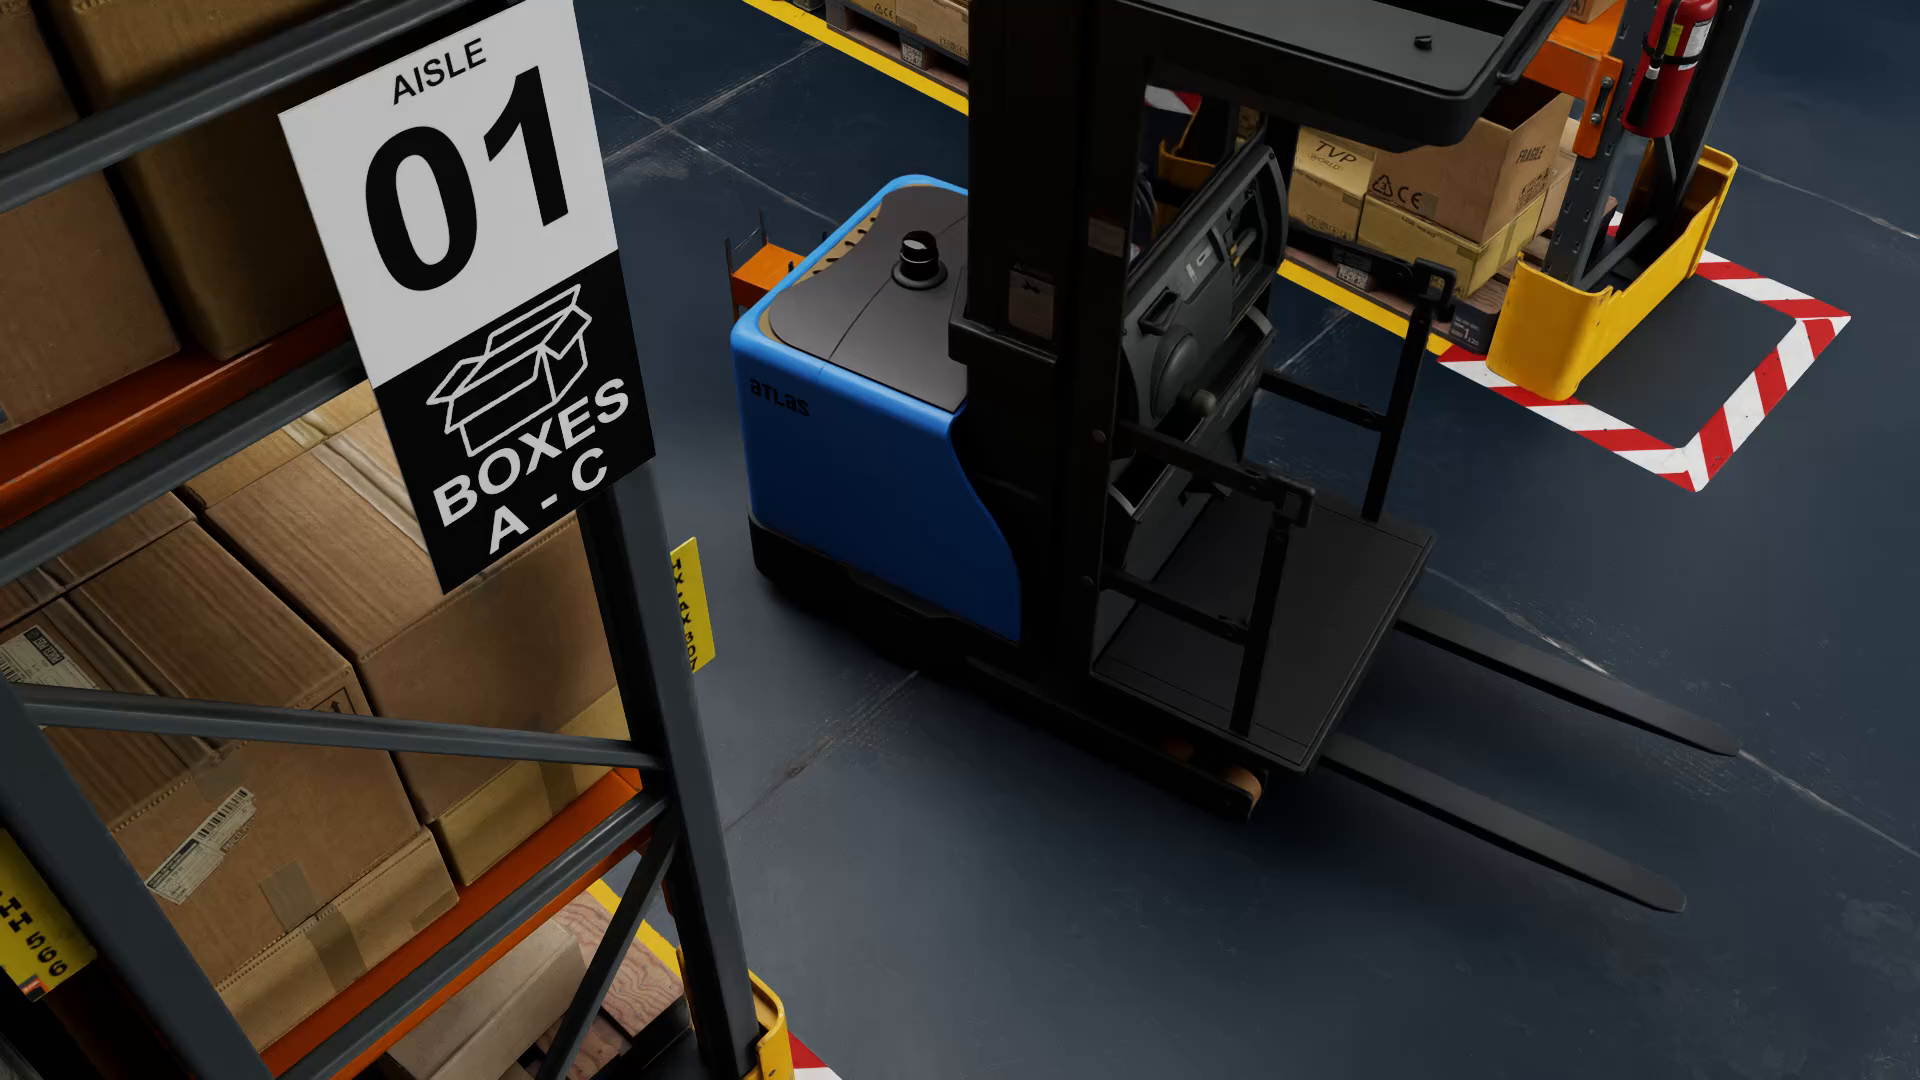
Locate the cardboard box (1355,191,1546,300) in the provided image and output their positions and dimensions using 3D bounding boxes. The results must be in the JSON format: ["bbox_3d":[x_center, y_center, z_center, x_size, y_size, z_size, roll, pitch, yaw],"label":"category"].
[{"bbox_3d":[1.901,-1.246,6.460,0.500,0.250,0.500,34,55,28],"label":"cardboard box"}]

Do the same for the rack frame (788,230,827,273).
[{"bbox_3d":[-0.473,-0.551,5.547,0.008,1.050,0.200,24,51,21],"label":"rack frame"}]

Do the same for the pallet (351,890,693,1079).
[{"bbox_3d":[-1.490,1.215,4.464,1.213,0.211,1.003,34,55,28],"label":"pallet"}]

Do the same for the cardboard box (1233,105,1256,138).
[{"bbox_3d":[1.155,-1.988,6.643,0.500,0.500,0.500,34,55,28],"label":"cardboard box"}]

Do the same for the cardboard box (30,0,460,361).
[{"bbox_3d":[-0.937,-0.648,2.161,0.500,0.500,0.500,35,56,29],"label":"cardboard box"}]

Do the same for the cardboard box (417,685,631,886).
[{"bbox_3d":[-1.004,0.352,3.451,0.500,0.250,0.500,32,55,27],"label":"cardboard box"}]

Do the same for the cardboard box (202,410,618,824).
[{"bbox_3d":[-1.008,0.110,3.164,0.500,0.500,0.500,34,55,28],"label":"cardboard box"}]

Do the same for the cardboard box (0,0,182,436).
[{"bbox_3d":[-1.340,-0.419,1.946,0.500,0.500,0.500,-34,56,-28],"label":"cardboard box"}]

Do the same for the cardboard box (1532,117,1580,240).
[{"bbox_3d":[2.253,-1.523,6.721,0.500,0.250,0.500,34,55,28],"label":"cardboard box"}]

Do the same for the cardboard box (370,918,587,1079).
[{"bbox_3d":[-1.309,1.099,4.204,0.500,0.311,0.500,28,53,24],"label":"cardboard box"}]

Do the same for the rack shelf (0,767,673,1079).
[{"bbox_3d":[-2.331,-0.024,4.208,4.000,0.370,1.077,34,55,28],"label":"rack shelf"}]

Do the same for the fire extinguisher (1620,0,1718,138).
[{"bbox_3d":[2.268,-1.603,5.250,0.183,0.674,0.296,34,55,28],"label":"fire extinguisher"}]

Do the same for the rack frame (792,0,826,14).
[{"bbox_3d":[-0.444,-3.914,7.368,0.127,3.000,1.000,34,55,28],"label":"rack frame"}]

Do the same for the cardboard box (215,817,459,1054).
[{"bbox_3d":[-1.336,0.636,3.184,0.500,0.250,0.500,35,56,28],"label":"cardboard box"}]

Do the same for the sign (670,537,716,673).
[{"bbox_3d":[-0.493,0.132,2.975,0.005,0.325,0.100,34,55,28],"label":"sign"}]

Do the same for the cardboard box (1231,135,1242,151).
[{"bbox_3d":[1.157,-1.733,6.918,0.500,0.250,0.500,34,55,28],"label":"cardboard box"}]

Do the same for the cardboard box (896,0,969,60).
[{"bbox_3d":[0.056,-2.475,7.615,0.500,0.250,0.500,34,55,28],"label":"cardboard box"}]

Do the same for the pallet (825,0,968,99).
[{"bbox_3d":[0.112,-2.544,7.994,1.213,0.211,1.003,34,55,28],"label":"pallet"}]

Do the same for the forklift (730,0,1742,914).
[{"bbox_3d":[0.832,-0.623,4.325,3.031,2.935,1.130,24,51,21],"label":"forklift"}]

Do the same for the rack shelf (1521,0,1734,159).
[{"bbox_3d":[1.026,-2.679,6.701,4.000,0.370,1.077,34,55,28],"label":"rack shelf"}]

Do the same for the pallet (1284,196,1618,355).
[{"bbox_3d":[1.905,-1.338,6.861,1.213,0.211,1.003,34,55,28],"label":"pallet"}]

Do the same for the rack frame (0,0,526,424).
[{"bbox_3d":[-0.861,-1.334,0.830,0.127,3.000,1.000,34,55,28],"label":"rack frame"}]

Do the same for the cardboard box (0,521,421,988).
[{"bbox_3d":[-1.352,0.388,2.903,0.500,0.500,0.500,33,55,27],"label":"cardboard box"}]

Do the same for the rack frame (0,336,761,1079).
[{"bbox_3d":[-0.861,0.719,3.017,0.127,3.000,1.000,34,55,28],"label":"rack frame"}]

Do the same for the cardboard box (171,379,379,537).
[{"bbox_3d":[-1.365,-0.140,3.399,0.500,0.500,0.500,34,55,28],"label":"cardboard box"}]

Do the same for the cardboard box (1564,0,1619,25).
[{"bbox_3d":[2.161,-2.208,5.697,0.500,0.500,0.700,34,55,28],"label":"cardboard box"}]

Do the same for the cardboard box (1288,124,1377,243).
[{"bbox_3d":[1.526,-1.487,6.686,0.500,0.250,0.500,34,55,28],"label":"cardboard box"}]

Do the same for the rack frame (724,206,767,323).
[{"bbox_3d":[-0.682,-0.643,5.634,0.008,1.050,0.200,24,51,21],"label":"rack frame"}]

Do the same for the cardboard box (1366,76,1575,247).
[{"bbox_3d":[1.900,-1.502,6.186,0.500,0.500,0.500,34,55,28],"label":"cardboard box"}]

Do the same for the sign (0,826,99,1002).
[{"bbox_3d":[-1.252,0.502,2.210,0.005,0.325,0.100,34,55,28],"label":"sign"}]

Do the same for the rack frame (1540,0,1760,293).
[{"bbox_3d":[2.496,-1.937,5.511,0.127,3.000,1.000,34,55,28],"label":"rack frame"}]

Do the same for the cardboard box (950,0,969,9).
[{"bbox_3d":[0.058,-2.734,7.343,0.500,0.500,0.500,34,55,28],"label":"cardboard box"}]

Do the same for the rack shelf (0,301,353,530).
[{"bbox_3d":[-2.331,-1.050,3.115,4.000,0.370,1.077,34,55,28],"label":"rack shelf"}]

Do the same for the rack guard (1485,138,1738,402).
[{"bbox_3d":[2.513,-1.069,6.411,0.348,0.500,1.175,34,55,28],"label":"rack guard"}]

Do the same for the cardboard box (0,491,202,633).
[{"bbox_3d":[-1.715,0.134,3.142,0.500,0.500,0.500,35,56,28],"label":"cardboard box"}]

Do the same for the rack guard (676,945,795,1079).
[{"bbox_3d":[-0.917,1.537,3.964,0.348,0.500,1.175,34,55,28],"label":"rack guard"}]

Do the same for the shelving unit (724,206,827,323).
[{"bbox_3d":[-0.578,-0.597,5.590,0.252,1.050,0.215,24,51,21],"label":"shelving unit"}]

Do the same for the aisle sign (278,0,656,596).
[{"bbox_3d":[-0.605,-0.296,2.187,0.004,0.787,0.394,34,55,28],"label":"aisle sign"}]

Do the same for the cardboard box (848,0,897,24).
[{"bbox_3d":[-0.308,-2.725,7.849,0.500,0.250,0.500,34,55,28],"label":"cardboard box"}]

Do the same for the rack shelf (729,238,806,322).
[{"bbox_3d":[-0.578,-0.784,5.391,0.240,0.259,0.215,24,51,21],"label":"rack shelf"}]
